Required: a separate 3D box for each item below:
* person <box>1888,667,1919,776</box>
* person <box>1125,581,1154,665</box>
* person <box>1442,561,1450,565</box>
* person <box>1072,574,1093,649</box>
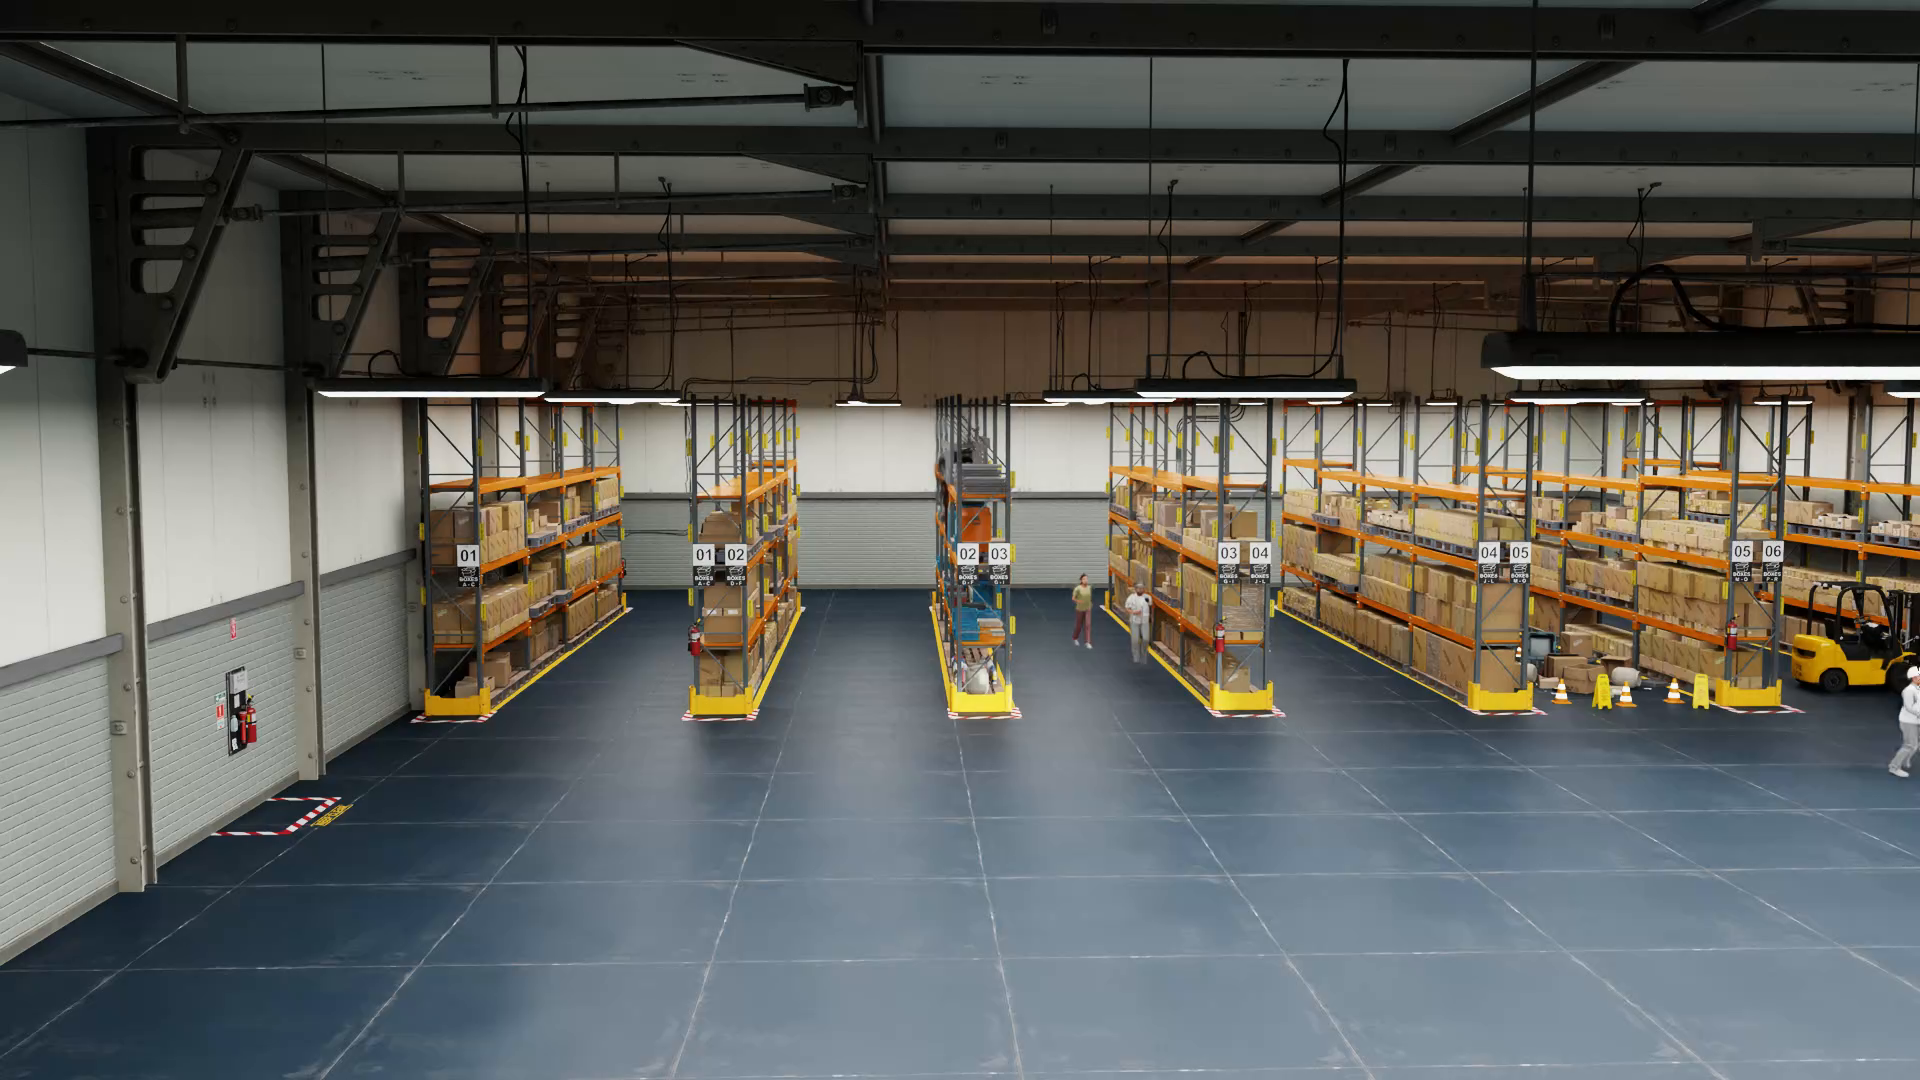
[{"bbox_3d":[14.882,2.825,25.867,0.682,1.734,0.703,-3,6,-37],"label":"person"},{"bbox_3d":[3.859,1.779,35.532,0.646,1.809,0.645,0,5,-4],"label":"person"},{"bbox_3d":[14.410,0.991,49.376,0.514,1.693,0.763,2,5,19],"label":"person"},{"bbox_3d":[2.811,1.607,38.029,0.562,1.671,0.855,-2,5,-19],"label":"person"}]
